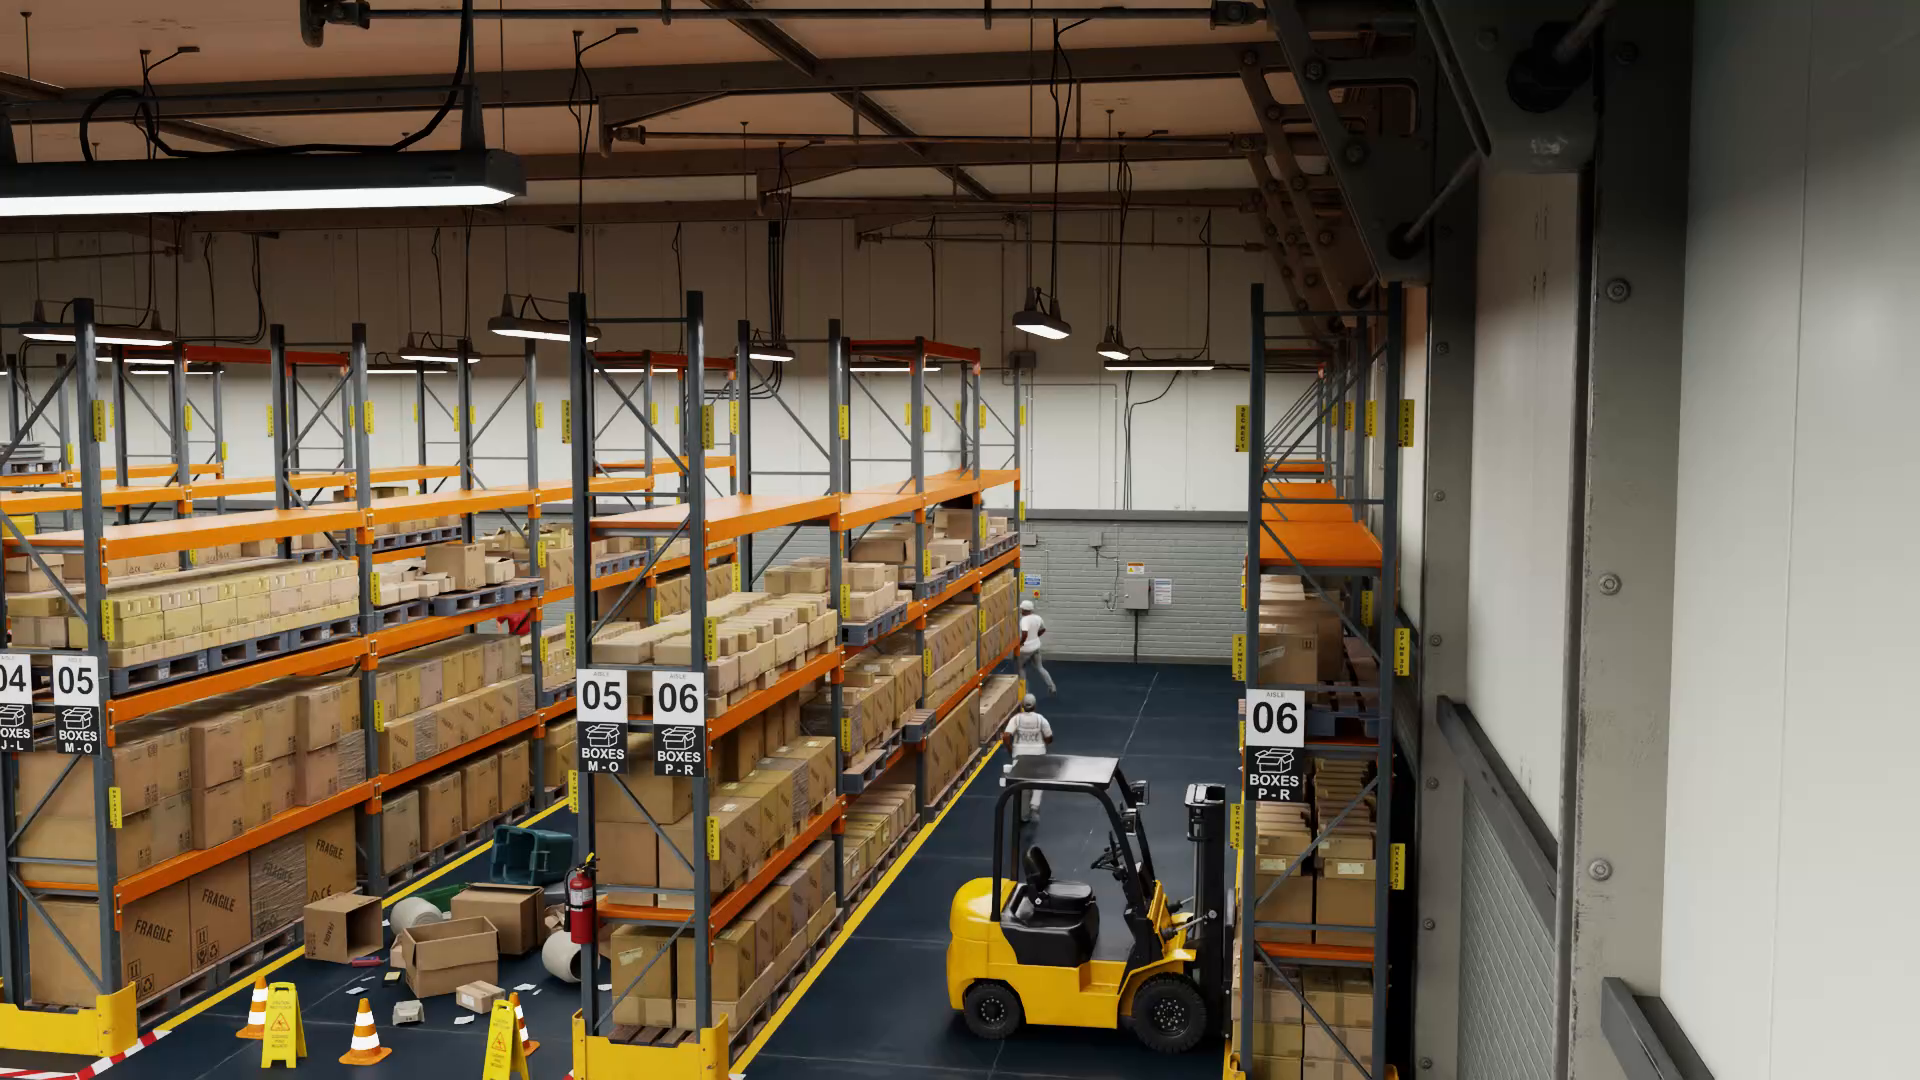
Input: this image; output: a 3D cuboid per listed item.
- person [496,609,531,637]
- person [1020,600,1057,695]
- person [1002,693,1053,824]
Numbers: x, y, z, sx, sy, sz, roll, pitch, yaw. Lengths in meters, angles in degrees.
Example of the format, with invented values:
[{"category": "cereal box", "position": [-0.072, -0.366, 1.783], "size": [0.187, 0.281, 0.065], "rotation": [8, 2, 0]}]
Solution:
[{"category": "person", "position": [-8.050, 1.861, 30.485], "size": [0.936, 1.732, 0.740], "rotation": [4, 6, 41]}, {"category": "person", "position": [1.197, 1.929, 29.298], "size": [0.741, 1.766, 0.906], "rotation": [-4, 6, -43]}, {"category": "person", "position": [0.839, 2.707, 20.459], "size": [0.619, 1.647, 0.830], "rotation": [1, 5, 6]}]
